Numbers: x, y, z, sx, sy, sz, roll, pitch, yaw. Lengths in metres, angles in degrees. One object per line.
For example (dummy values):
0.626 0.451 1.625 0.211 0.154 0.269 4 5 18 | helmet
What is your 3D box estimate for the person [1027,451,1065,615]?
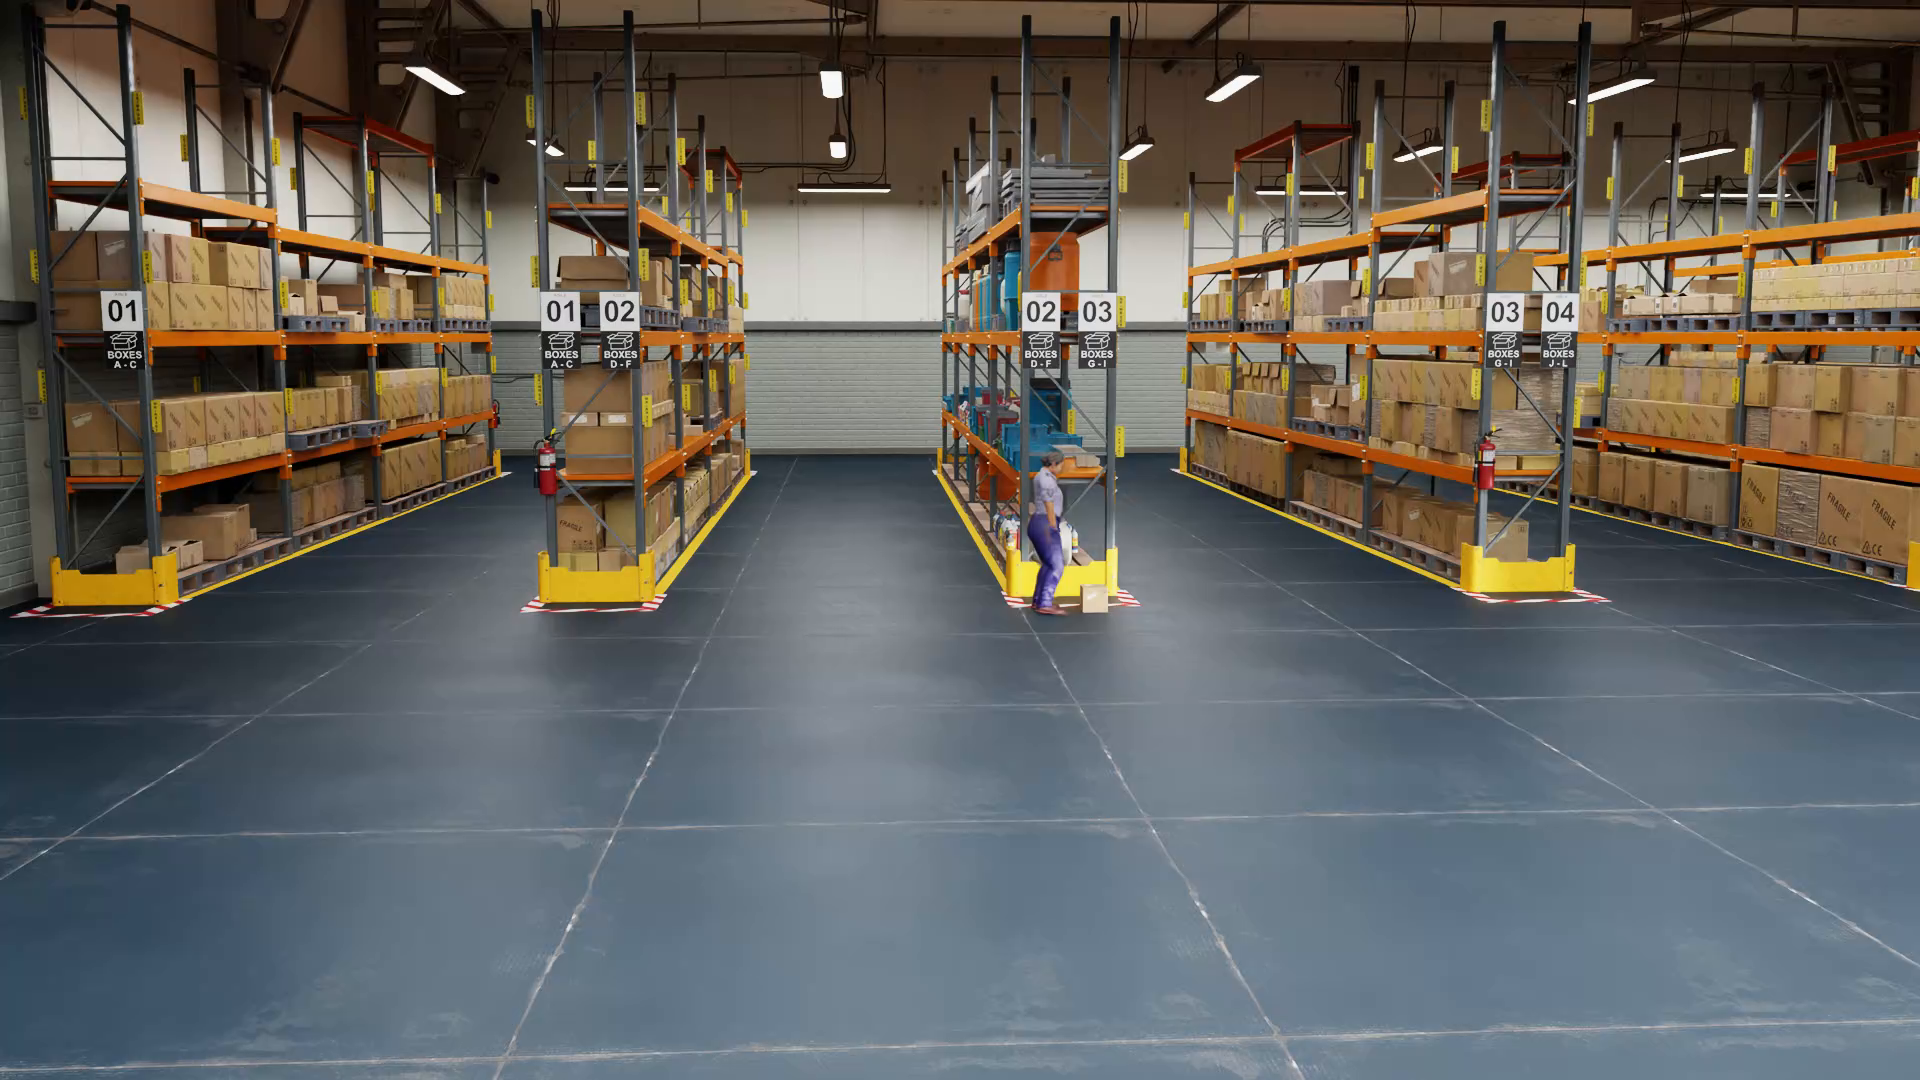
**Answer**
0.859 -0.082 16.643 0.366 1.621 0.489 -1 7 -5 | person
